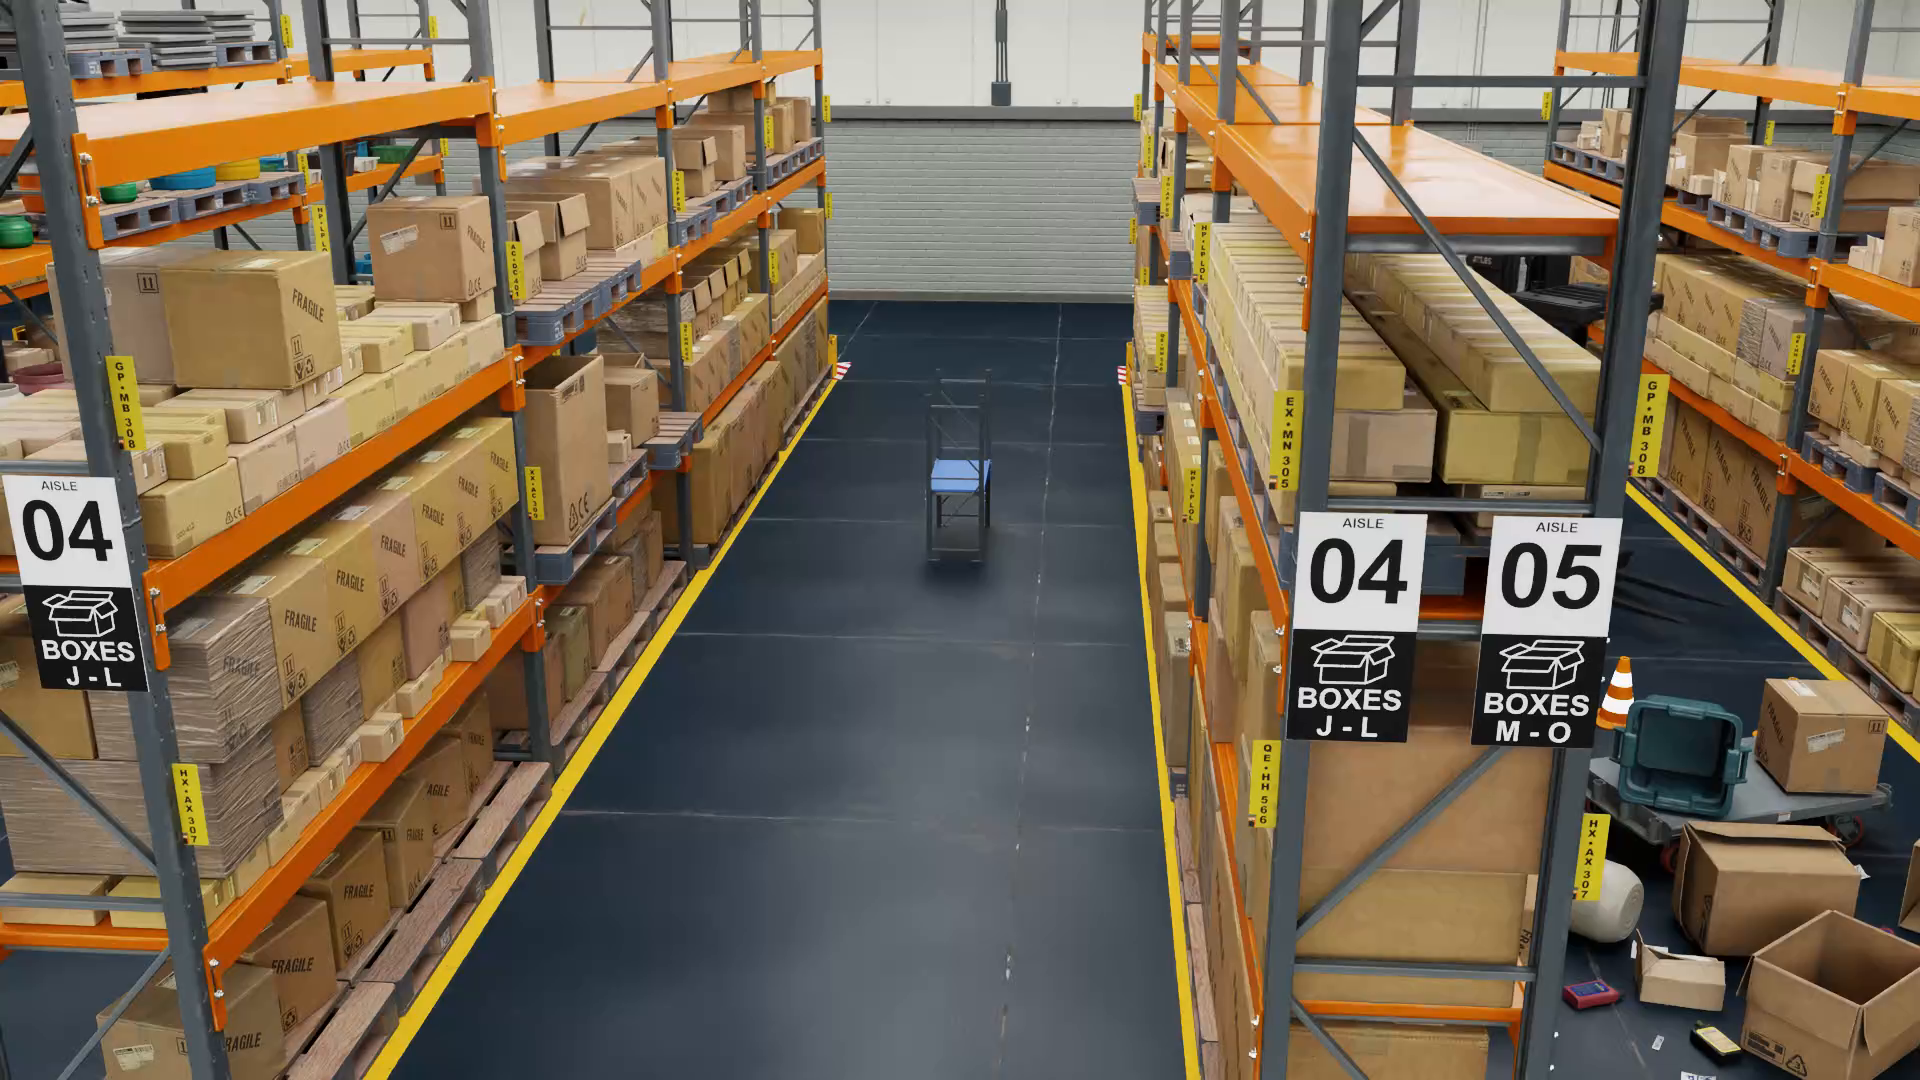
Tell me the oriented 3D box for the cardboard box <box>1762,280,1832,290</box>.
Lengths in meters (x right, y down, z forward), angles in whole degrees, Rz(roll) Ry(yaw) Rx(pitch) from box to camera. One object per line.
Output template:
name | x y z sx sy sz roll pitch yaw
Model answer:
cardboard box | 7.495 -2.037 14.882 0.500 0.500 0.500 2 18 5

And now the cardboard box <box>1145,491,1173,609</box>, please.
cardboard box | 2.019 0.082 13.120 1.050 0.750 0.750 1 18 3

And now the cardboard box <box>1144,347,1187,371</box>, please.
cardboard box | 1.731 -1.500 13.783 0.380 0.149 0.250 1 18 2

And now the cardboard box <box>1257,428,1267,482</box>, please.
cardboard box | 1.302 -0.312 6.135 0.380 0.149 0.250 2 18 5

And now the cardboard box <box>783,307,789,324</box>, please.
cardboard box | -2.110 -2.487 18.427 0.380 0.149 0.250 2 18 6

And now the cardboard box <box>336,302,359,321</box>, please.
cardboard box | -3.396 -1.155 8.742 0.380 0.149 0.250 1 18 4

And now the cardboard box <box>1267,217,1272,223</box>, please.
cardboard box | 2.308 -2.148 11.176 0.500 0.500 0.500 1 18 4

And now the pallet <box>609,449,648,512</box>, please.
pallet | -2.888 -0.410 11.991 1.003 0.211 1.213 1 18 4

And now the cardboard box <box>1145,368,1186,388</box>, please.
cardboard box | 1.734 -1.359 13.833 0.380 0.149 0.250 2 18 5

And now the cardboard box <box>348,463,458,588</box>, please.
cardboard box | -2.903 -0.082 8.438 0.500 0.500 0.500 1 18 4

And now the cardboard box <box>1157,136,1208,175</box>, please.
cardboard box | 2.198 -3.414 15.194 0.797 0.503 0.637 1 18 3

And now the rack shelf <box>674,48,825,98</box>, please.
rack shelf | -2.357 -5.299 18.767 1.077 0.370 4.000 1 18 4

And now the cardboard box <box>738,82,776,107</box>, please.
cardboard box | -2.368 -5.050 18.828 0.500 0.250 0.500 1 18 2

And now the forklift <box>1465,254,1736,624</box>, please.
forklift | 4.901 -0.990 13.564 1.130 2.935 3.031 -13 22 -34

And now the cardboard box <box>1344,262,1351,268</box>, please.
cardboard box | 2.087 -1.316 8.560 0.500 0.250 0.500 1 18 3

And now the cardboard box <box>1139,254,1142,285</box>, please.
cardboard box | 2.328 -3.037 19.064 0.500 0.500 0.500 1 18 2

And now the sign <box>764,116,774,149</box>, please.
sign | -1.958 -4.170 17.007 0.100 0.325 0.005 1 18 4

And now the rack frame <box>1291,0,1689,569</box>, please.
rack frame | 1.579 -1.341 4.889 1.000 3.000 0.127 1 18 4

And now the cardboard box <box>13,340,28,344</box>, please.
cardboard box | -12.467 -2.555 22.103 0.380 0.149 0.250 1 18 4

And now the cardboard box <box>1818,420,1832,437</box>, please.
cardboard box | 6.889 -0.879 12.843 0.380 0.149 0.250 0 18 1

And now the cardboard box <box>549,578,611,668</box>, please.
cardboard box | -2.916 0.593 11.931 0.700 0.500 0.500 0 18 -1

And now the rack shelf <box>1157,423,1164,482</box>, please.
rack shelf | 2.296 -1.254 15.414 1.077 0.370 4.000 1 18 4

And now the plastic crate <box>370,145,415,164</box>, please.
plastic crate | -6.940 -4.724 20.372 0.450 0.188 0.336 1 18 4

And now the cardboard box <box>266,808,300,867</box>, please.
cardboard box | -3.032 1.250 7.022 0.380 0.149 0.250 1 18 4

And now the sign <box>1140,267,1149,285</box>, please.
sign | 1.898 -2.638 17.092 0.100 0.325 0.005 1 18 4

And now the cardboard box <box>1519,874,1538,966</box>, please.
cardboard box | 2.778 1.960 8.462 0.500 0.500 0.500 4 19 13

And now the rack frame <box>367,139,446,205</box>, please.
rack frame | -7.154 -3.712 21.760 1.000 3.000 0.127 1 18 4

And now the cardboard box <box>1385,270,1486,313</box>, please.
cardboard box | 2.049 -1.072 7.174 0.380 0.149 0.250 2 18 5

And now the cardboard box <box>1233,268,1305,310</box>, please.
cardboard box | 1.392 -1.086 7.218 0.380 0.149 0.250 1 18 4

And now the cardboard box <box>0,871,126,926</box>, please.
cardboard box | -3.546 1.394 6.580 0.380 0.149 0.250 1 18 4

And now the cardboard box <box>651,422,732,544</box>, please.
cardboard box | -2.717 -0.520 14.758 1.225 0.875 0.875 0 18 1

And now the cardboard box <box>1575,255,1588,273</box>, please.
cardboard box | 7.258 -3.284 18.689 0.500 0.500 0.500 1 18 4

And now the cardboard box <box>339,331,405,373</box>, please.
cardboard box | -2.898 -0.901 7.965 0.380 0.149 0.250 2 18 6

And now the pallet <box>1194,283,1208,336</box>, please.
pallet | 1.883 -1.352 10.050 0.805 0.209 1.217 1 18 2

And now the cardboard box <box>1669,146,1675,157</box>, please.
cardboard box | 7.111 -3.952 17.056 0.396 0.266 0.258 2 18 6

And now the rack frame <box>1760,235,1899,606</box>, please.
rack frame | 7.097 -0.895 13.165 1.000 3.000 0.127 1 18 4

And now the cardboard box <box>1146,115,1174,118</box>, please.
cardboard box | 2.303 -4.745 18.896 0.380 0.149 0.250 2 18 6

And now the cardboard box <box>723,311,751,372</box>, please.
cardboard box | -2.334 -1.939 16.189 0.500 0.500 0.500 1 18 3

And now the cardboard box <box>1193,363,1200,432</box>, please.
cardboard box | 2.041 -1.041 11.844 0.700 0.500 0.500 1 18 3

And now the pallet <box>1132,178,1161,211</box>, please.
pallet | 2.289 -3.363 16.182 1.213 0.211 1.003 1 18 4

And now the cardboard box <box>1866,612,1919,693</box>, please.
cardboard box | 6.942 0.794 11.555 0.950 0.372 0.625 2 18 6

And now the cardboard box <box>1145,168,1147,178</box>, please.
cardboard box | 2.289 -4.042 18.191 0.500 0.250 0.500 1 18 3

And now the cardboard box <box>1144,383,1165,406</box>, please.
cardboard box | 1.730 -1.218 13.879 0.380 0.149 0.250 2 18 5

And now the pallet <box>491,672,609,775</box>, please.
pallet | -3.019 1.209 11.221 1.003 0.211 1.213 1 18 4

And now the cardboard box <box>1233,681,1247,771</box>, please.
cardboard box | 1.741 0.815 7.705 0.875 0.550 0.500 1 18 4

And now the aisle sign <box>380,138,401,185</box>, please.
aisle sign | -7.445 -4.976 21.444 0.394 0.787 0.004 1 18 4

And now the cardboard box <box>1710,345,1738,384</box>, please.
cardboard box | 6.928 -1.536 14.559 0.500 0.250 0.500 1 18 2

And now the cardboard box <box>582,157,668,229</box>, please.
cardboard box | -2.572 -2.673 12.810 0.500 0.500 0.500 2 18 5

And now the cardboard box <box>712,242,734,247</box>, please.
cardboard box | -2.734 -2.934 17.945 0.500 0.500 0.500 2 18 5

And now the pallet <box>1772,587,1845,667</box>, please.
pallet | 7.040 0.673 12.858 1.003 0.211 1.213 1 18 4

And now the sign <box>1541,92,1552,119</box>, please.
sign | 7.118 -5.272 20.175 0.100 0.325 0.005 1 18 4

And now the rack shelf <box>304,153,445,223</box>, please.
rack shelf | -7.297 -4.174 19.509 1.077 0.370 4.000 1 18 4

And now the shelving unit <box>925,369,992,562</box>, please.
shelving unit | -0.006 -0.686 14.936 0.538 1.500 1.048 1 18 4

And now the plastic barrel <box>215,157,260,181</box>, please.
plastic barrel | -7.304 -3.896 16.528 0.600 0.588 0.600 0 18 0

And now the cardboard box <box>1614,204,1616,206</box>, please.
cardboard box | 7.857 -3.856 19.393 0.380 0.149 0.250 2 18 5

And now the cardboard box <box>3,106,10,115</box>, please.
cardboard box | -12.235 -5.458 20.506 0.700 0.500 0.500 1 18 4

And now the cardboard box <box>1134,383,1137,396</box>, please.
cardboard box | 2.266 -1.754 19.690 0.380 0.149 0.250 0 18 1
